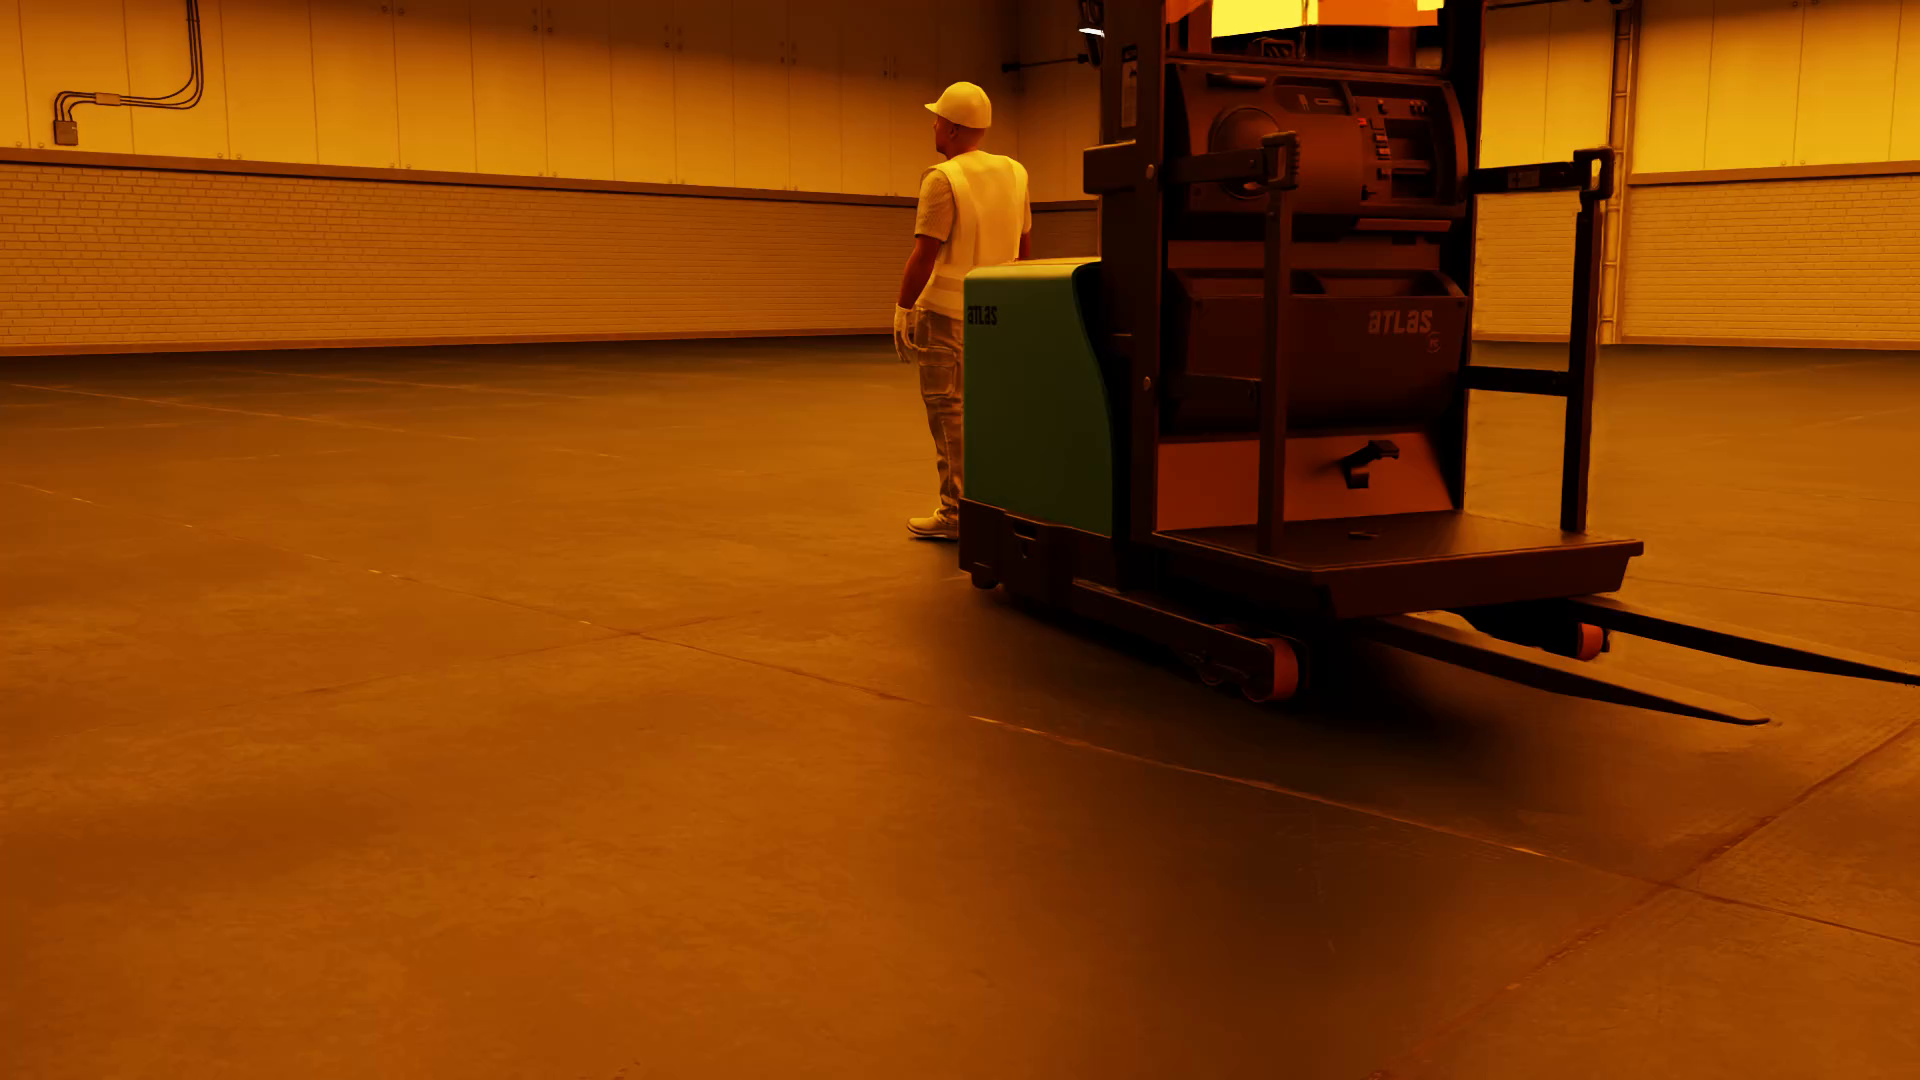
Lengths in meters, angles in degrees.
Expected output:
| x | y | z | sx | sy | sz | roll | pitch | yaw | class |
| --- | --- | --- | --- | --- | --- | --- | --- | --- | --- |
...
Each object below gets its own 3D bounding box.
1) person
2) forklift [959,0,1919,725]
| x | y | z | sx | sy | sz | roll | pitch | yaw | class |
| --- | --- | --- | --- | --- | --- | --- | --- | --- | --- |
| -0.046 | -0.897 | 6.639 | 0.577 | 1.781 | 0.656 | 8 | 12 | 43 | person |
| 1.084 | -1.123 | 4.328 | 1.130 | 2.935 | 3.031 | -4 | 9 | -25 | forklift |
